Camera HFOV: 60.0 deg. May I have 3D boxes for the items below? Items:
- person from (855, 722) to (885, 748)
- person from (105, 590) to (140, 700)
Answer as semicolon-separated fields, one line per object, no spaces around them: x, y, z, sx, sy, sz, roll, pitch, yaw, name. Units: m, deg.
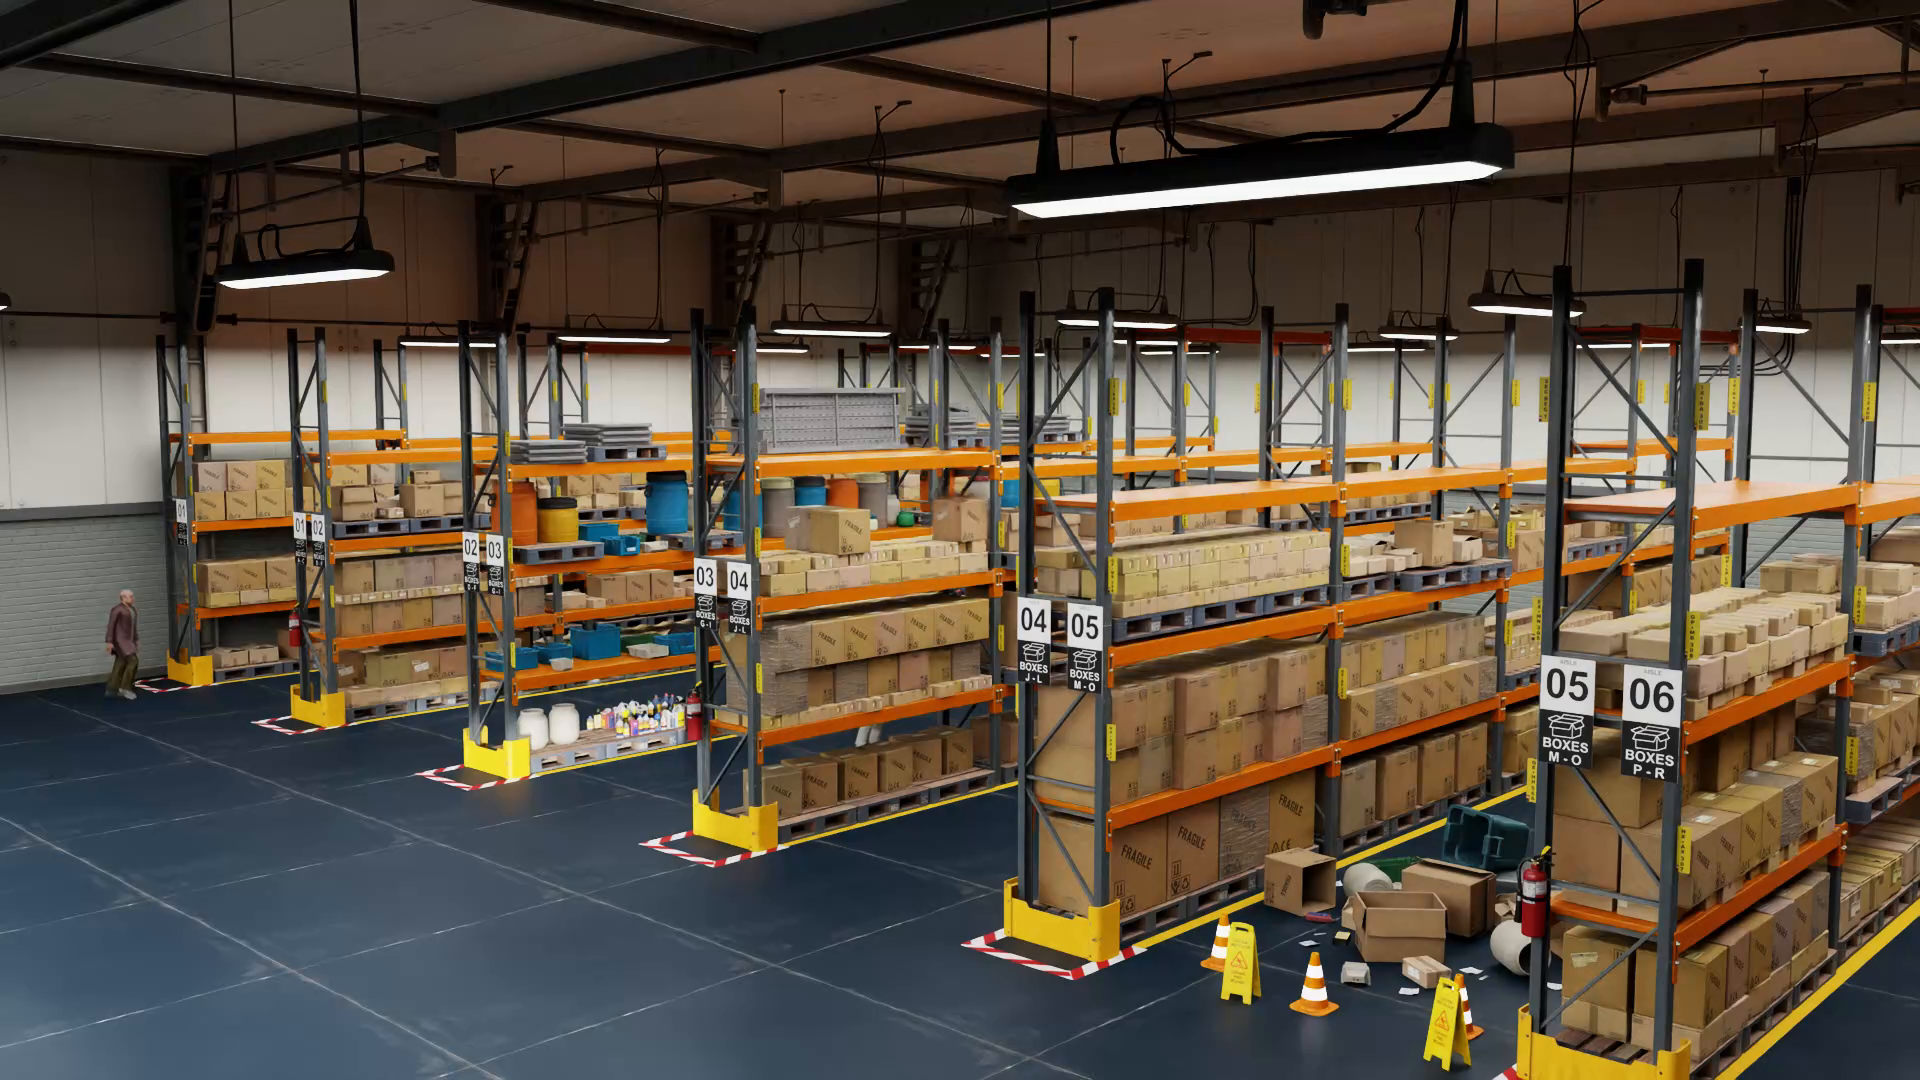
-1.188;2.177;22.429;0.574;1.755;0.484;3;6;30;person
-13.803;1.714;27.403;0.595;1.797;0.582;-1;5;-9;person
